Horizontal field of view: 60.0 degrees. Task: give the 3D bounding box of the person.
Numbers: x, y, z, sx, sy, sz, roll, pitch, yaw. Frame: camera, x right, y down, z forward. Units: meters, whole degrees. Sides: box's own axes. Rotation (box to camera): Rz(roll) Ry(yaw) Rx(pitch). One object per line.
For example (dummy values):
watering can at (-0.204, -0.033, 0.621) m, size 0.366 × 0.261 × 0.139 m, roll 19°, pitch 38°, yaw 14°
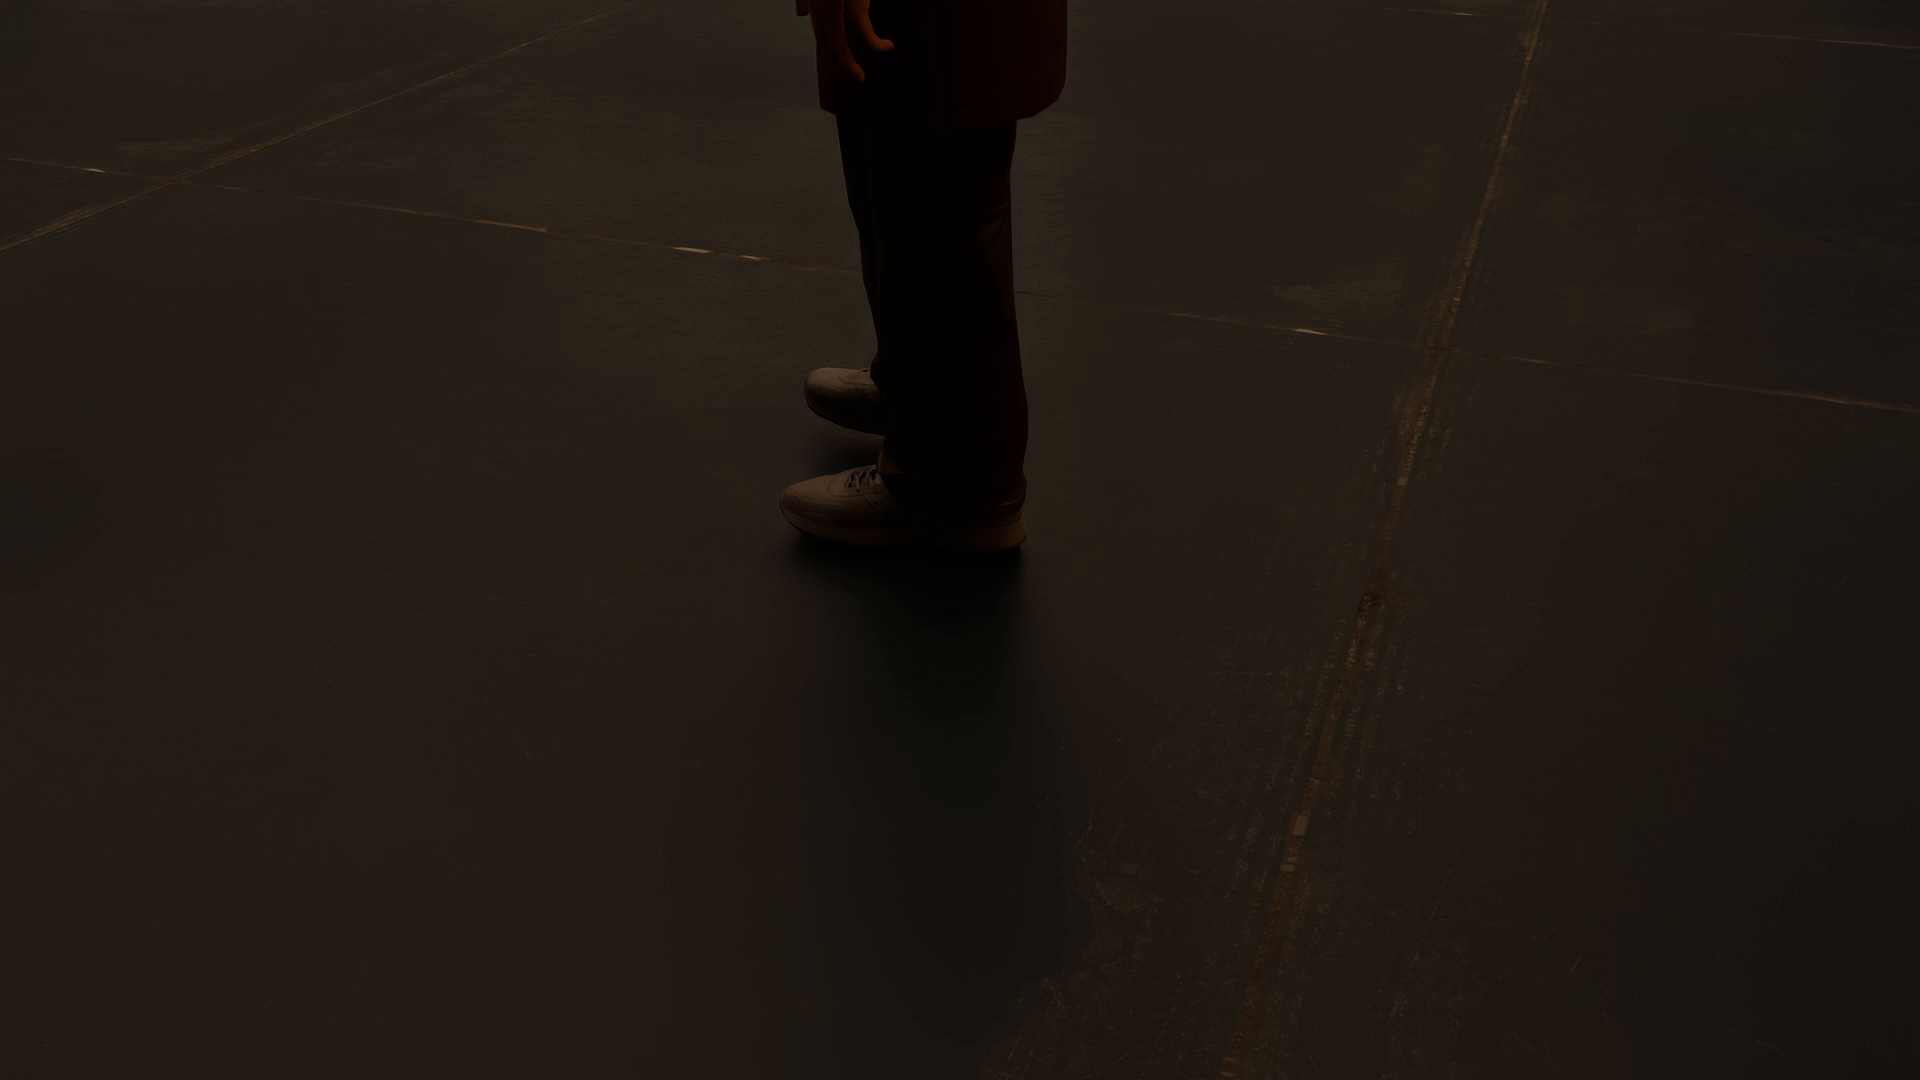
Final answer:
person at (-0.085, -0.798, 2.089) m, size 0.580 × 1.778 × 0.698 m, roll 10°, pitch 31°, yaw 18°
